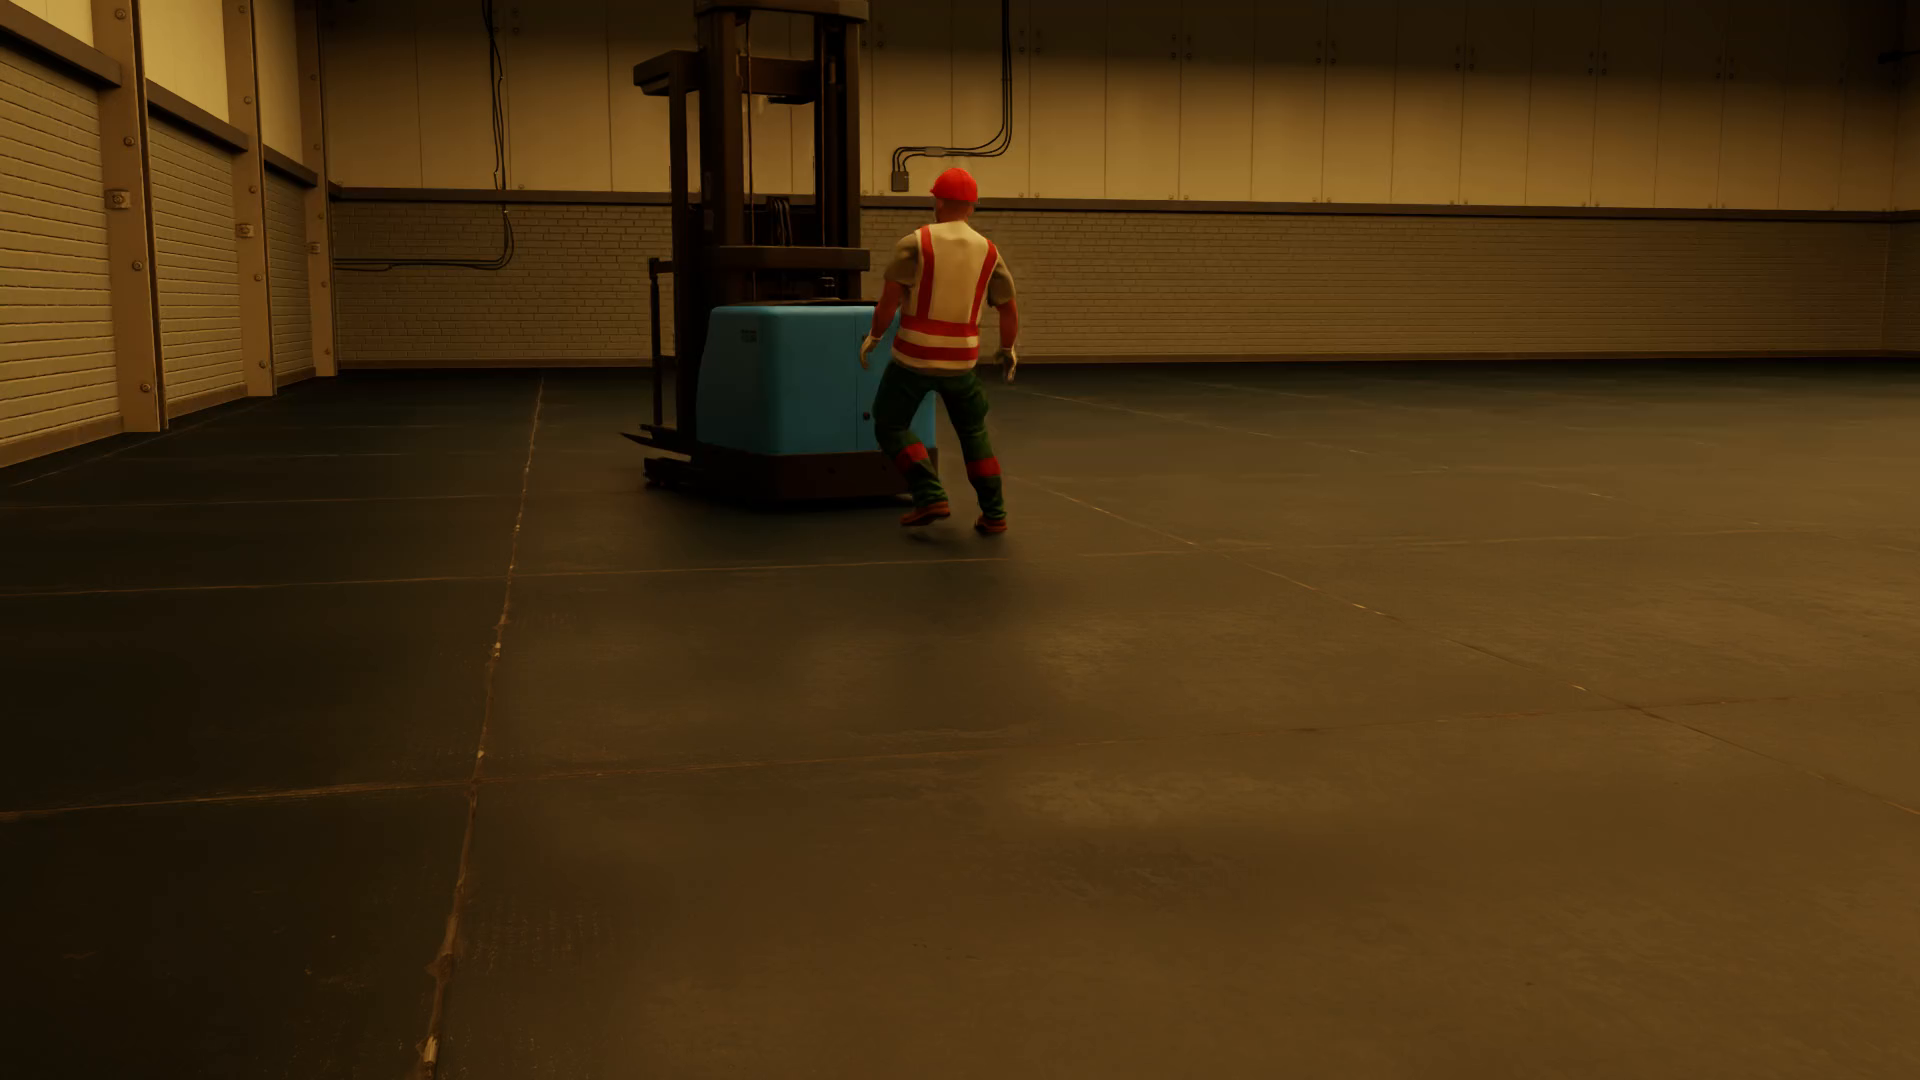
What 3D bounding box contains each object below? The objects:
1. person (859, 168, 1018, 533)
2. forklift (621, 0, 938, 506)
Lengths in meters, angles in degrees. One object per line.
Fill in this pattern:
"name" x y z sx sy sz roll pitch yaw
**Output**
"person" -0.061 -0.862 7.760 0.811 1.699 0.561 -3 9 -21
"forklift" -1.271 -1.794 9.950 1.130 2.935 3.031 -4 9 -29
